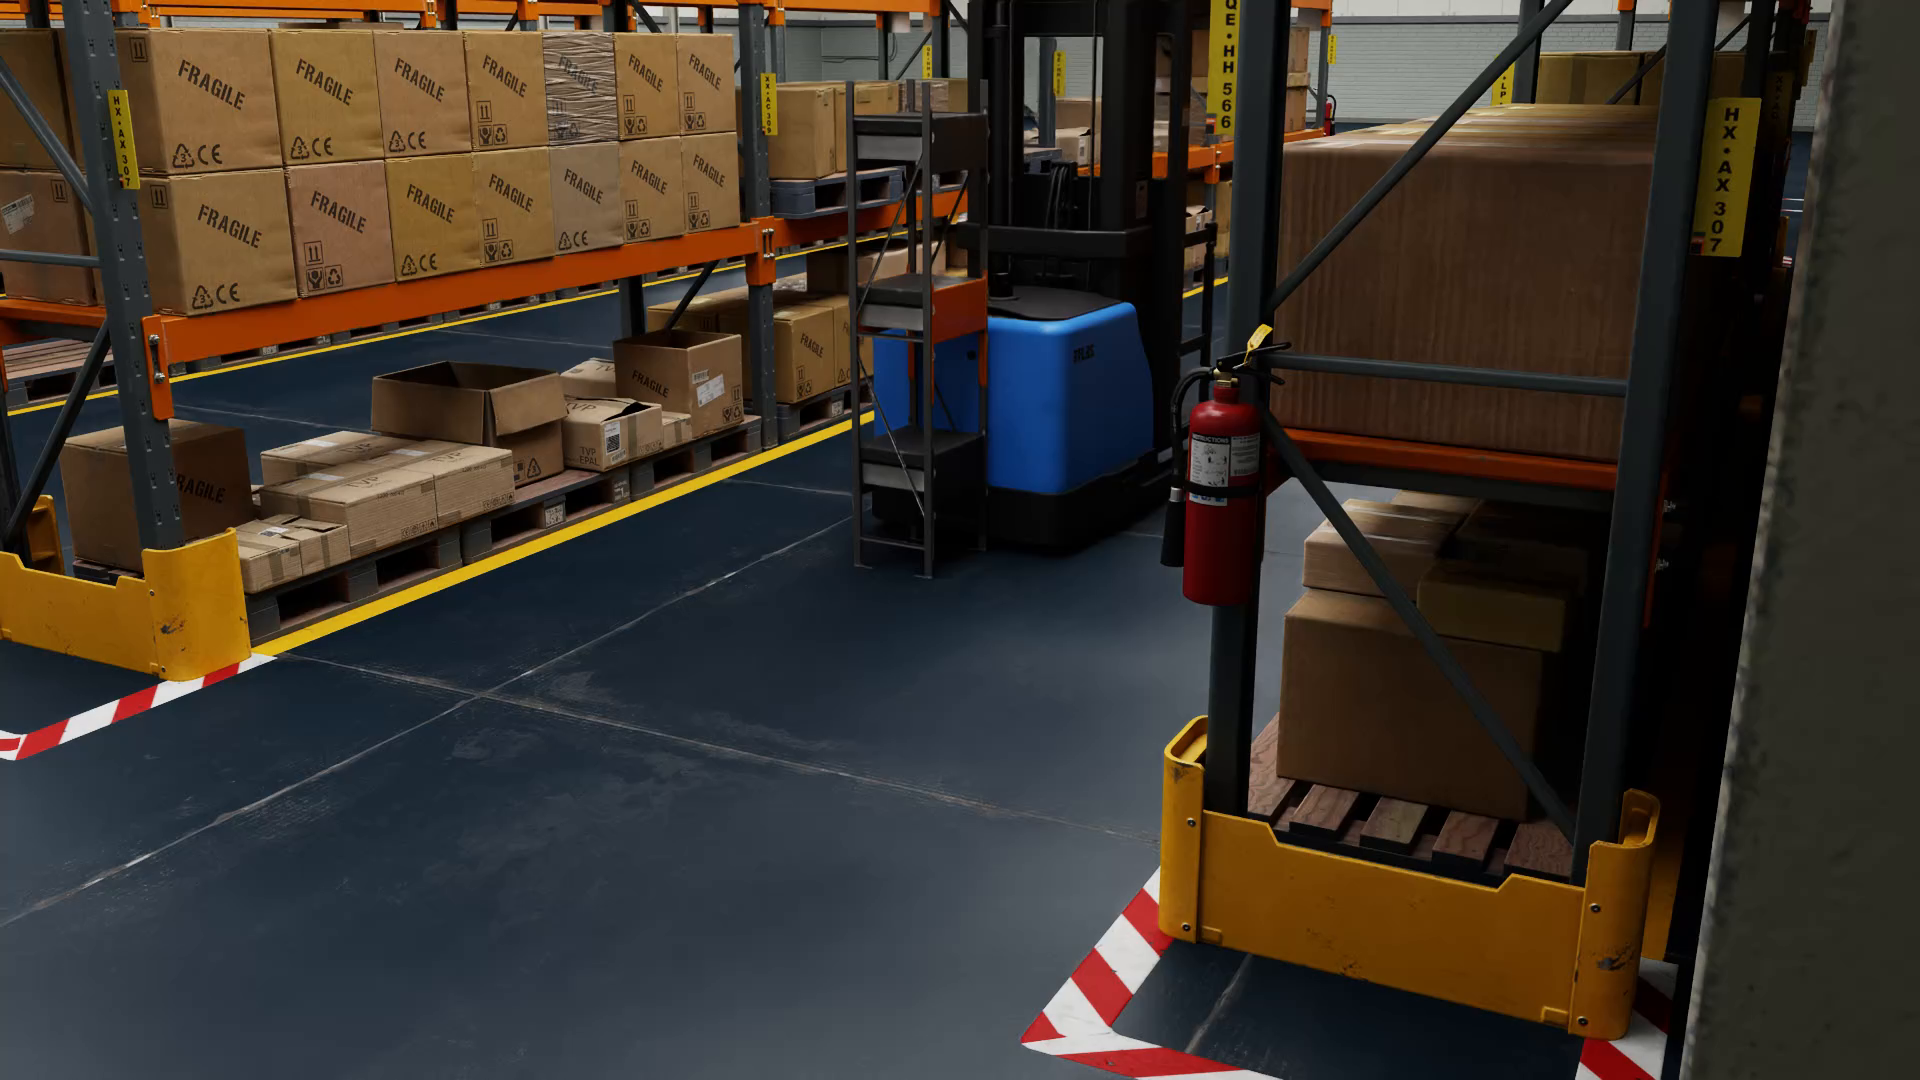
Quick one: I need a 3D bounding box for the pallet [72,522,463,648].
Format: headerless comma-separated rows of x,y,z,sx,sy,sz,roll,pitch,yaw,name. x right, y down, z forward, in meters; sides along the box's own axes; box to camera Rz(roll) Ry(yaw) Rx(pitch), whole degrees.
-2.931,0.105,7.135,1.003,0.211,1.213,8,18,25,pallet

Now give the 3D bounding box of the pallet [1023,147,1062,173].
0.014,-2.774,12.265,1.213,0.211,1.003,8,18,25,pallet

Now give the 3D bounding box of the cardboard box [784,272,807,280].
-0.891,-1.585,11.545,0.500,0.500,0.500,7,18,24,cardboard box

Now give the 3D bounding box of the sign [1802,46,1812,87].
6.973,-3.922,13.761,0.100,0.325,0.005,8,18,25,sign

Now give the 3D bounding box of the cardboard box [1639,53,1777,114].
3.339,-2.043,7.417,0.500,0.250,0.500,9,19,27,cardboard box

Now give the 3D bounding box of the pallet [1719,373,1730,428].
4.268,-0.890,10.483,1.003,0.211,1.213,8,18,25,pallet

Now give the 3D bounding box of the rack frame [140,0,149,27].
-8.606,-4.308,17.095,1.000,3.000,0.127,8,18,25,rack frame

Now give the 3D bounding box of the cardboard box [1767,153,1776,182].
4.712,-2.464,10.153,0.500,0.500,0.500,8,18,26,cardboard box

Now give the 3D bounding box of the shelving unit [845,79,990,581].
-0.175,-0.917,7.258,0.431,2.100,0.503,9,19,28,shelving unit

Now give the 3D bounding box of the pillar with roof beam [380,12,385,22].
-10.244,-13.560,37.706,9.100,9.000,0.400,8,18,25,pillar with roof beam

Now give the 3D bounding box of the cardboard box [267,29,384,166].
-2.659,-1.750,6.551,0.500,0.500,0.500,8,18,26,cardboard box

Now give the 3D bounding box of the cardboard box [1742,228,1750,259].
3.449,-1.402,7.717,0.380,0.149,0.250,8,18,24,cardboard box

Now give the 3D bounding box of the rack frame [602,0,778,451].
-1.533,-2.028,9.419,1.000,3.000,0.127,8,18,25,rack frame

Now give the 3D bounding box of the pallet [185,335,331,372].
-5.581,-1.514,12.584,1.003,0.211,1.213,8,18,25,pallet

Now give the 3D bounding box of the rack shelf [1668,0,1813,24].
7.369,-5.039,15.551,1.077,0.370,4.000,8,18,25,rack shelf

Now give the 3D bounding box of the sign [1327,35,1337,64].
4.308,-5.681,19.267,0.100,0.325,0.005,8,18,25,sign

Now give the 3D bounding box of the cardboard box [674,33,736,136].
-1.527,-2.394,8.717,0.500,0.500,0.500,8,18,26,cardboard box

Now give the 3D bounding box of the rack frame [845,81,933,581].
-0.295,-0.857,7.055,0.400,2.100,0.015,9,19,28,rack frame

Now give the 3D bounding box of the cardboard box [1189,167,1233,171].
2.718,-3.837,18.285,0.500,0.500,0.500,8,18,25,cardboard box

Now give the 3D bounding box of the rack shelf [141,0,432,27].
-7.713,-5.911,18.486,1.077,0.370,4.000,8,18,25,rack shelf

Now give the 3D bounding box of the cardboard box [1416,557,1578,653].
1.459,0.172,4.524,0.380,0.149,0.250,8,18,26,cardboard box

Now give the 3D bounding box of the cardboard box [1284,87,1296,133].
3.379,-4.881,18.848,0.700,0.500,0.500,9,19,27,cardboard box

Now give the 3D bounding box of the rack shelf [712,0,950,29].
-1.494,-6.300,19.795,1.077,0.370,4.000,8,18,25,rack shelf

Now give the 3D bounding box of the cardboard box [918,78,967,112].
0.074,-3.122,12.187,0.700,0.500,0.500,2,17,7,cardboard box

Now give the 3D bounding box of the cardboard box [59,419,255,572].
-3.298,-0.192,6.853,0.500,0.500,0.500,8,18,25,cardboard box

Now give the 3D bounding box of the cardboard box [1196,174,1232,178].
2.745,-3.515,17.200,0.500,0.500,0.500,8,18,25,cardboard box

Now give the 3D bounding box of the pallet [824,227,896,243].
-1.507,-3.838,20.410,1.003,0.211,1.213,8,18,25,pallet

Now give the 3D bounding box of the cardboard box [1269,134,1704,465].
1.332,-0.655,4.269,0.980,0.700,0.700,9,19,28,cardboard box

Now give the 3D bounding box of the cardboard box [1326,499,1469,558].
1.344,-0.006,5.124,0.380,0.149,0.250,9,19,27,cardboard box

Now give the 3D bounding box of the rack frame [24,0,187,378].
-5.963,-2.659,11.544,1.000,3.000,0.127,8,18,25,rack frame

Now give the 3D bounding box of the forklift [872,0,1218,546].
0.742,-1.748,8.597,1.130,2.935,3.031,9,19,28,forklift

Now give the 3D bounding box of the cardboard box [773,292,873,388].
-0.871,-1.270,10.485,0.500,0.500,0.500,8,18,26,cardboard box

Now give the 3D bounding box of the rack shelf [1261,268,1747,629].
2.007,-0.545,5.687,1.077,0.370,4.000,8,18,25,rack shelf

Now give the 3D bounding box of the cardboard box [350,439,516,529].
-2.377,-0.259,7.519,0.500,0.250,0.500,8,18,25,cardboard box

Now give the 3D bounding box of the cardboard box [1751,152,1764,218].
3.566,-1.818,7.978,0.500,0.500,0.500,8,18,26,cardboard box

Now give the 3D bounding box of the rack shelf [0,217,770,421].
-2.427,-1.174,7.806,1.077,0.370,4.000,8,18,25,rack shelf

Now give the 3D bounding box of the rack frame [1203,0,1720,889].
1.113,-0.380,3.870,1.000,3.000,0.127,8,18,25,rack frame

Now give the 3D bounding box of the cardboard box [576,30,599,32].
-5.275,-6.716,22.748,0.500,0.500,0.500,8,18,25,cardboard box

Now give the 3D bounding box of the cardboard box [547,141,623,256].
-1.983,-1.654,7.982,0.500,0.500,0.500,9,19,27,cardboard box

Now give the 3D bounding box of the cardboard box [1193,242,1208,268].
2.116,-2.807,16.131,0.500,0.250,0.500,8,18,25,cardboard box

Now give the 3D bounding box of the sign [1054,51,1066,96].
0.744,-3.498,12.471,0.100,0.325,0.005,8,18,25,sign

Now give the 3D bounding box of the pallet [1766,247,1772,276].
7.834,-2.897,17.241,1.003,0.211,1.213,8,18,25,pallet

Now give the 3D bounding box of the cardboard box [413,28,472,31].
-6.391,-6.079,20.604,0.500,0.500,0.500,8,18,25,cardboard box

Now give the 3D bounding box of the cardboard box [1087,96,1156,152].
1.448,-3.786,15.162,0.500,0.500,0.500,10,19,29,cardboard box

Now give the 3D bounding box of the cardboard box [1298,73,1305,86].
3.713,-5.255,18.969,0.380,0.149,0.250,9,19,27,cardboard box

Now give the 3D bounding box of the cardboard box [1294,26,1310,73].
3.585,-5.624,19.070,0.700,0.500,0.500,8,18,26,cardboard box

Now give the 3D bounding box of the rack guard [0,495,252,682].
-3.286,0.170,6.409,1.175,0.500,0.348,8,18,25,rack guard
